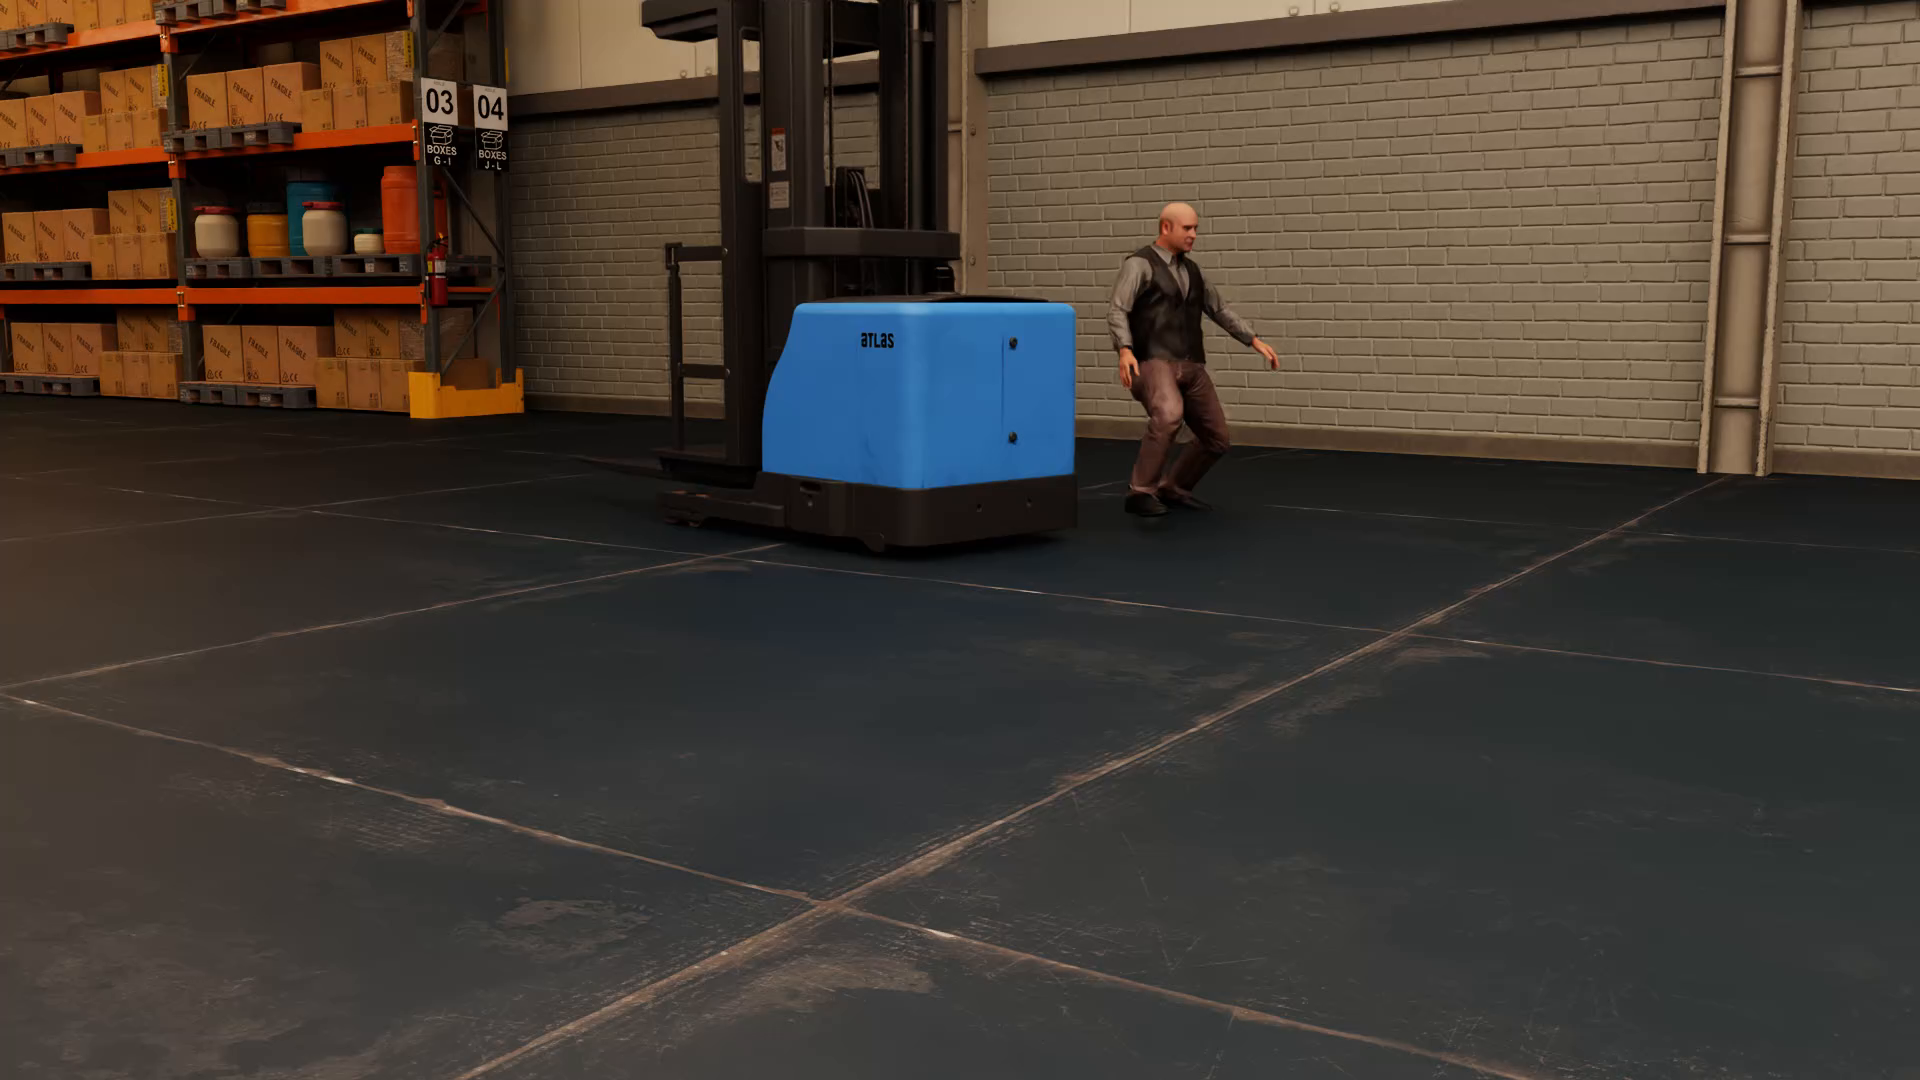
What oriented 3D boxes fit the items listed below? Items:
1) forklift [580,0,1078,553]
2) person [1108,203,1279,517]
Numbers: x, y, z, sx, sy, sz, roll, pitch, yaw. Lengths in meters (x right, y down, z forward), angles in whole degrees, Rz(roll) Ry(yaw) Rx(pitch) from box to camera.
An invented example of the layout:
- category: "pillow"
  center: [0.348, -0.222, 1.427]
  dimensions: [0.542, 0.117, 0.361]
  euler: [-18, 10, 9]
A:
- category: "forklift"
  center: [-0.831, -1.552, 8.110]
  dimensions: [1.130, 2.935, 3.031]
  euler: [-7, 11, -42]
- category: "person"
  center: [1.102, -0.879, 8.316]
  dimensions: [0.939, 1.591, 0.714]
  euler: [-6, 10, -36]
